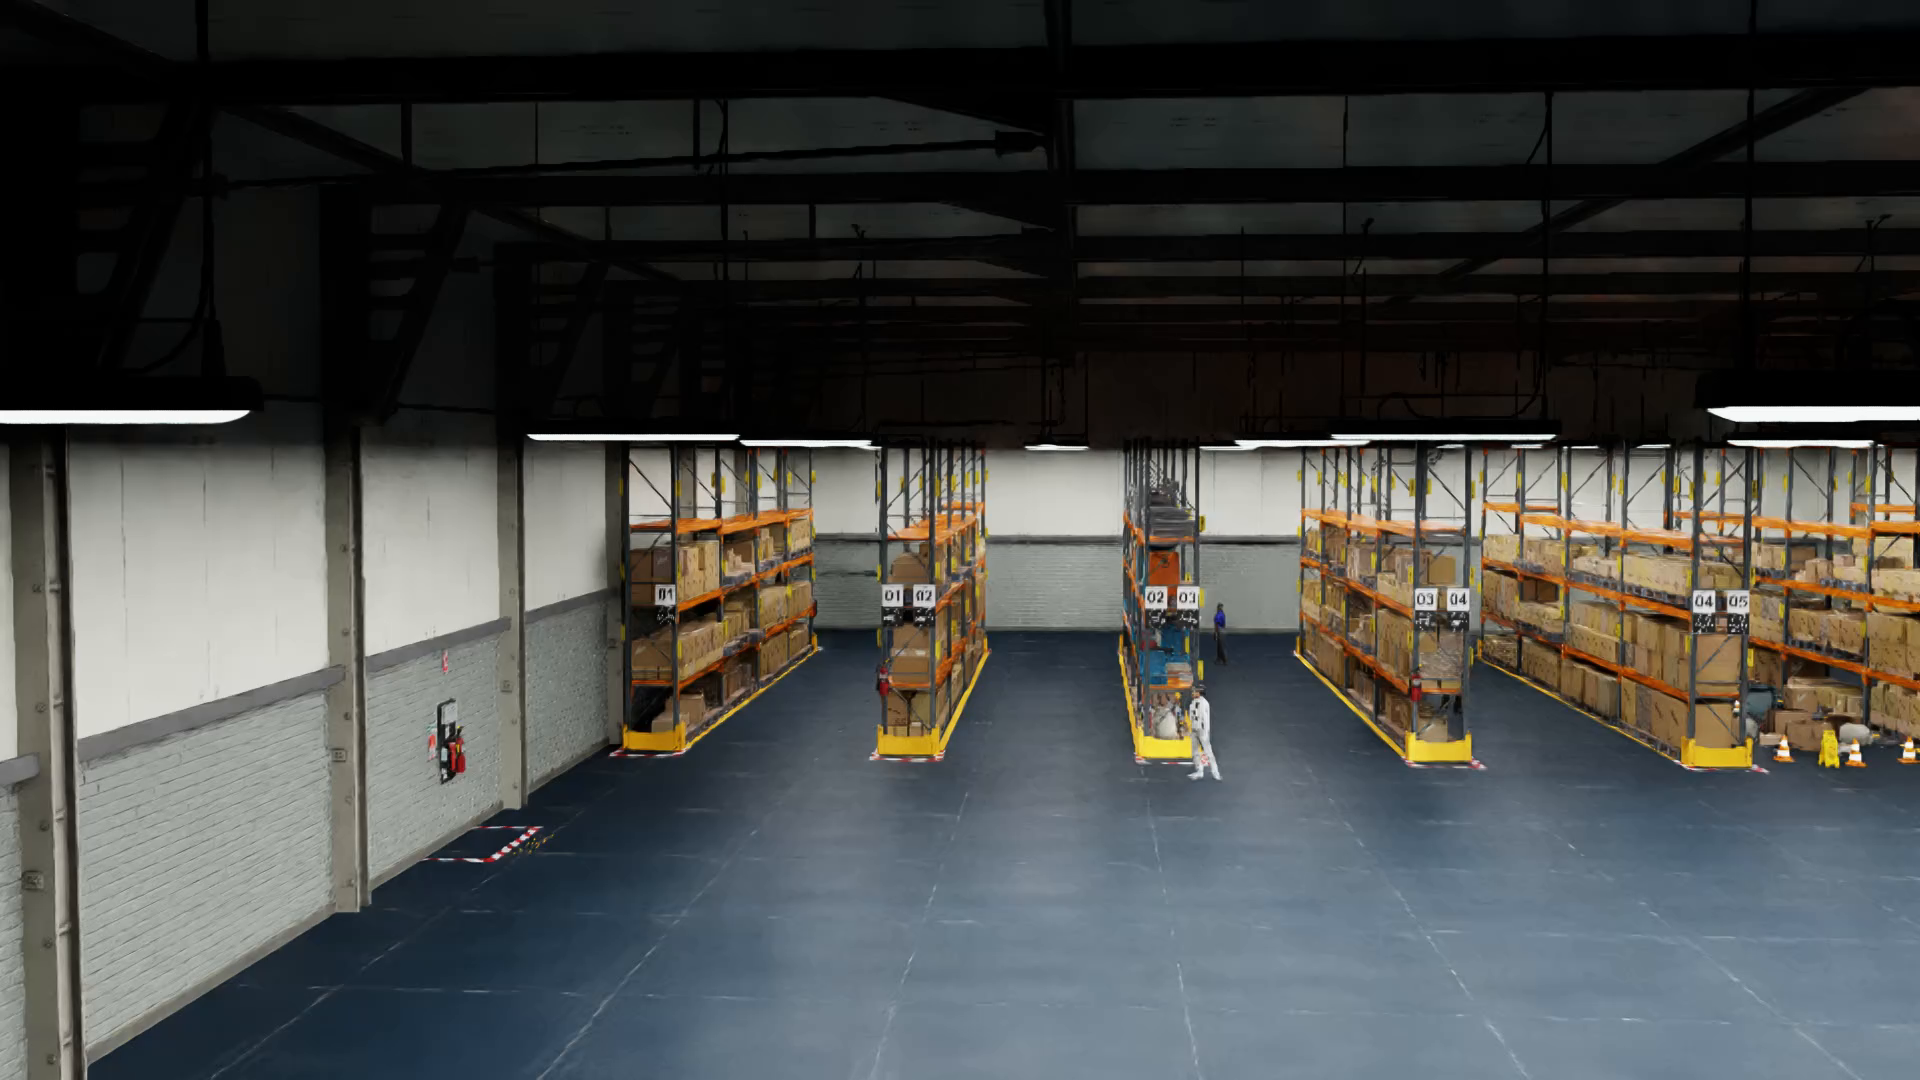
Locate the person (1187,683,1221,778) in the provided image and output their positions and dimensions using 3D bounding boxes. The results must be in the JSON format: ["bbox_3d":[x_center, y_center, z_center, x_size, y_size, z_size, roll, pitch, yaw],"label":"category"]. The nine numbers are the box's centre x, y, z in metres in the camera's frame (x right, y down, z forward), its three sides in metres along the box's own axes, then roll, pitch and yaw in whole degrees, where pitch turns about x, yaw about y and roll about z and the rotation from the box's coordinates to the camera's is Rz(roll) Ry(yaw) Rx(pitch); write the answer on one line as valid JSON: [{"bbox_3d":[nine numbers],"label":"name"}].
[{"bbox_3d":[4.276,3.338,29.162,0.522,1.664,0.569,-1,3,-23],"label":"person"}]

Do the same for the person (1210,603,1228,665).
[{"bbox_3d":[6.943,2.503,44.521,0.555,1.650,0.588,2,3,29],"label":"person"}]

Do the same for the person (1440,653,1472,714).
[{"bbox_3d":[10.766,2.922,36.241,0.724,1.733,0.546,0,3,3],"label":"person"}]
